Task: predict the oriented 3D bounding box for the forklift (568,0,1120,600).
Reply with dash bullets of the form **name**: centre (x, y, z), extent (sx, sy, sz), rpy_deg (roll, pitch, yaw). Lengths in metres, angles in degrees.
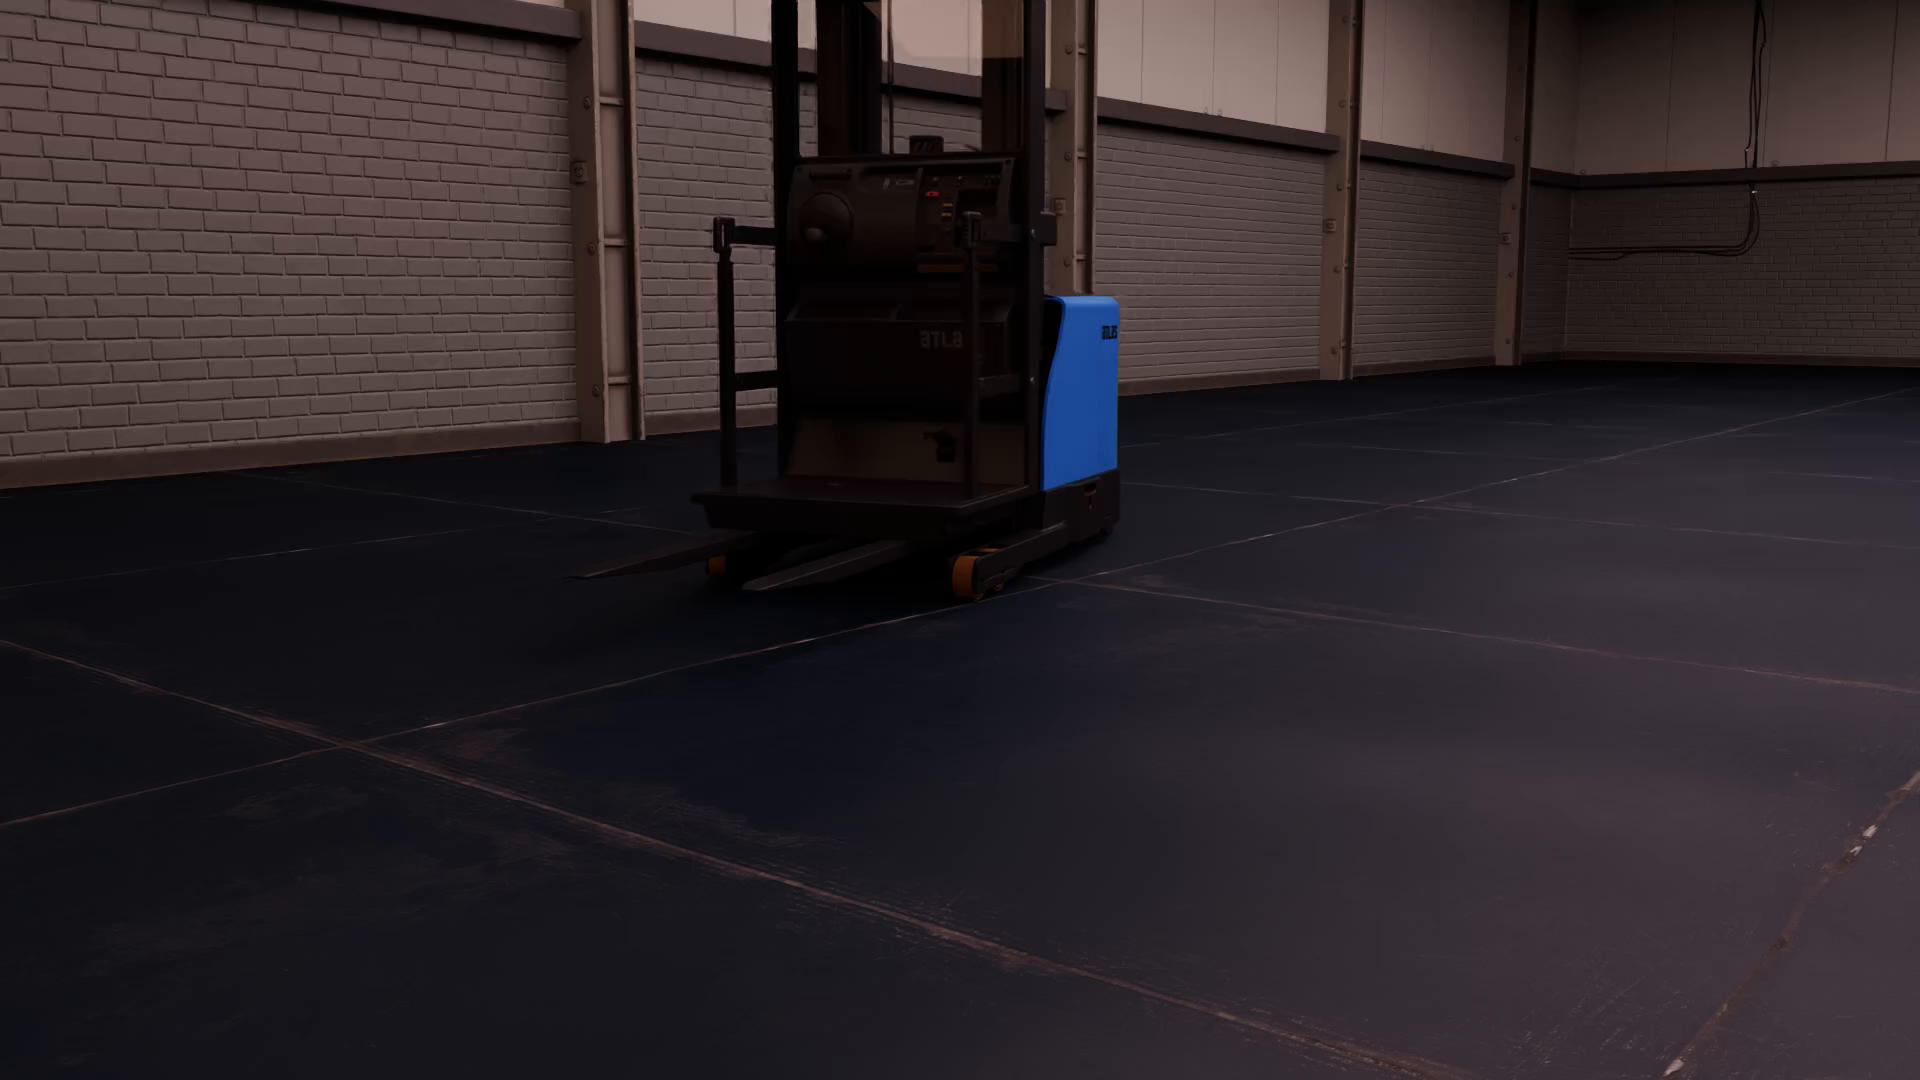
- **forklift**: centre (-0.315, -1.303, 6.186), extent (1.130, 2.935, 3.031), rpy_deg (3, 9, 22)
